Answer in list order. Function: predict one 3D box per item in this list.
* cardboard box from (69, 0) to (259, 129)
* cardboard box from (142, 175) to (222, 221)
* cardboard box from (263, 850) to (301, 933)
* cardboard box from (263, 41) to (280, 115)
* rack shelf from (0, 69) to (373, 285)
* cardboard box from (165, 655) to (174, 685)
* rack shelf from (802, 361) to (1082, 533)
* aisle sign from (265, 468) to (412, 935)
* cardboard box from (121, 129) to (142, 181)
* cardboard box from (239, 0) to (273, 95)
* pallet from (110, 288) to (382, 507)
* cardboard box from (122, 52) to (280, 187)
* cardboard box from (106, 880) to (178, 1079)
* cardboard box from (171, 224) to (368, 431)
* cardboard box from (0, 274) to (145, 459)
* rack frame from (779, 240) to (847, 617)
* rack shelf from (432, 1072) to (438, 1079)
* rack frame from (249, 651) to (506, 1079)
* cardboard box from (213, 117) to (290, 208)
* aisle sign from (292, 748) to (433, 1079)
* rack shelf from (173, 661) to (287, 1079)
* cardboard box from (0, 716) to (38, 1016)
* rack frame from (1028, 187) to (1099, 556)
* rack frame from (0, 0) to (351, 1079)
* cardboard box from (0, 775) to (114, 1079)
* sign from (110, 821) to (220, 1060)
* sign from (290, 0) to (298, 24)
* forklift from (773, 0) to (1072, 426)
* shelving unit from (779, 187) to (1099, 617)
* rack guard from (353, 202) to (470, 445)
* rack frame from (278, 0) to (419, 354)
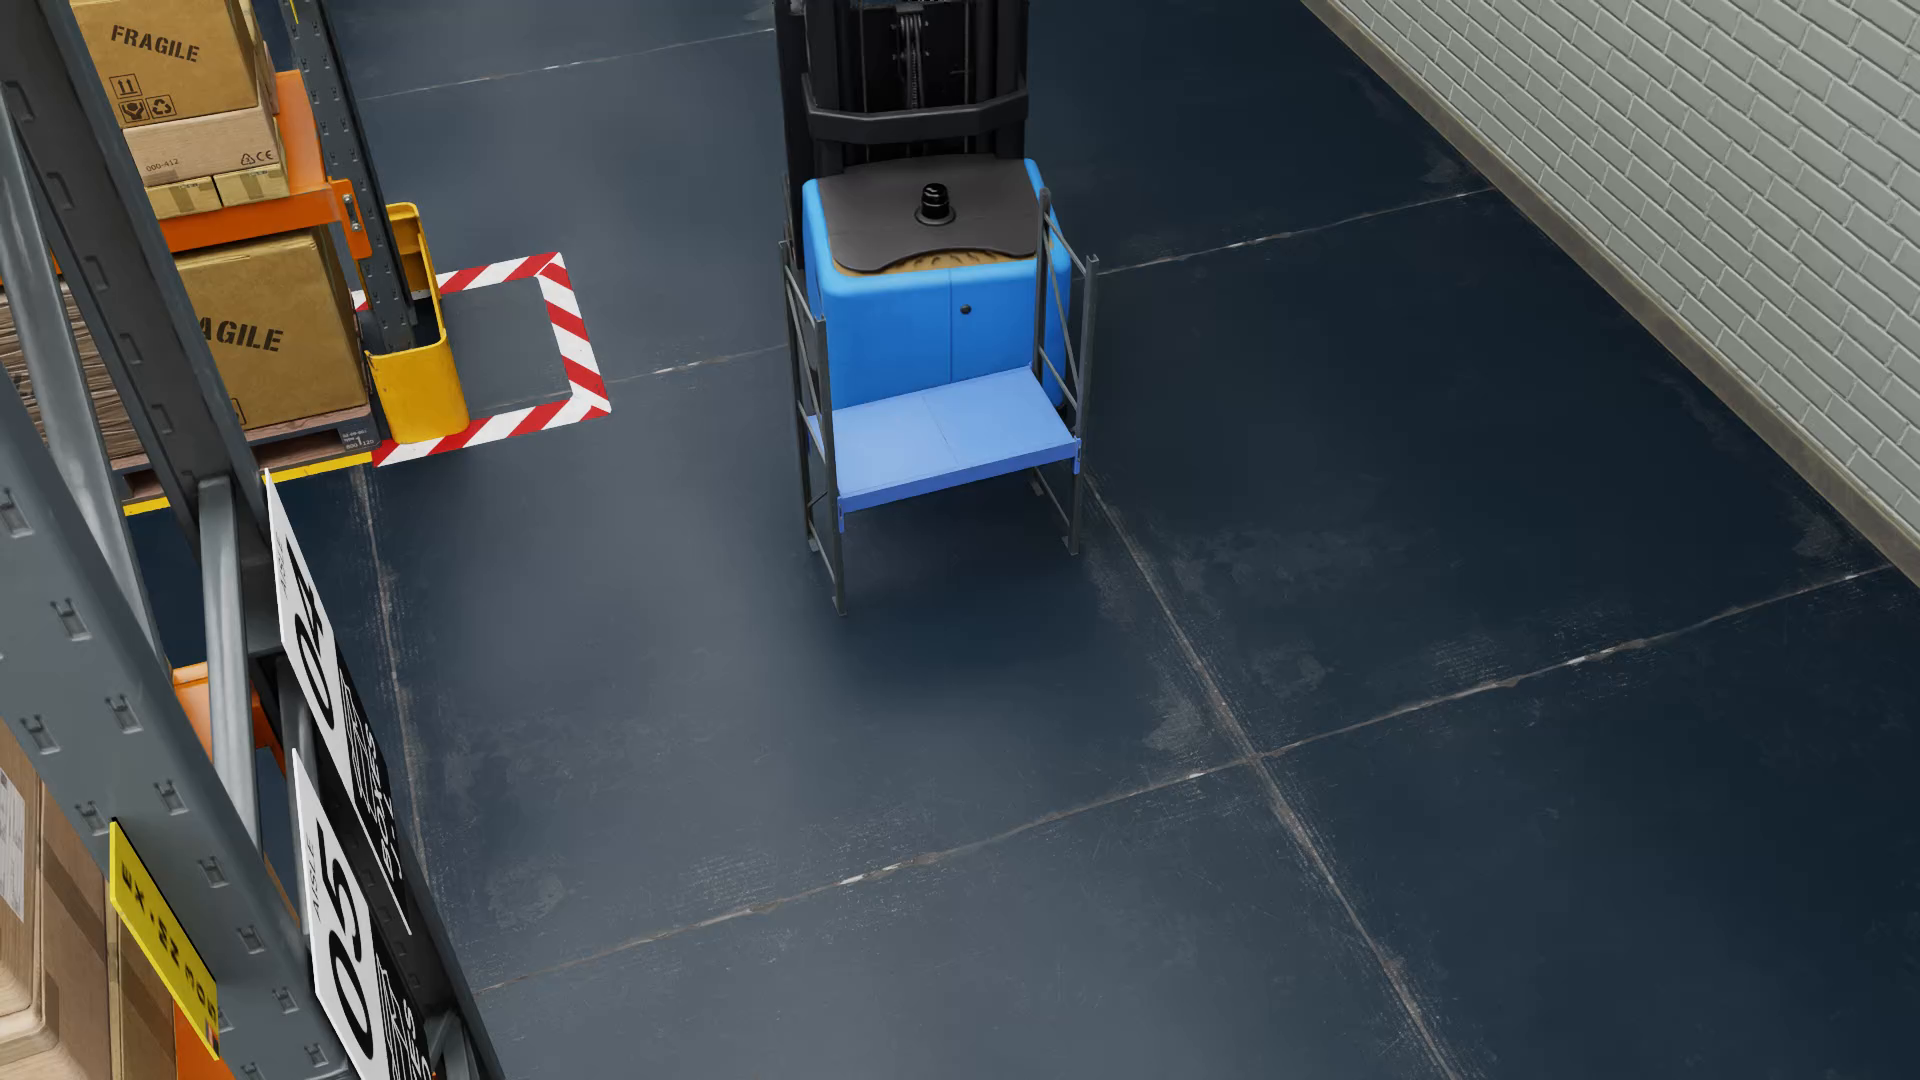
[{"bbox_3d":[-2.970,-1.924,6.226,0.500,0.500,0.500,-14,47,-13],"label":"cardboard box"},{"bbox_3d":[-3.068,-1.443,6.557,0.250,0.149,0.380,-14,47,-13],"label":"cardboard box"},{"bbox_3d":[-1.525,0.867,3.091,0.500,0.500,0.500,-15,47,-14],"label":"cardboard box"},{"bbox_3d":[-3.047,-1.946,7.058,0.250,0.149,0.380,-14,47,-13],"label":"cardboard box"},{"bbox_3d":[-4.482,-1.165,6.610,4.000,0.370,1.077,-14,47,-14],"label":"rack shelf"},{"bbox_3d":[-1.521,0.361,2.570,0.500,0.250,0.500,-13,46,-12],"label":"cardboard box"},{"bbox_3d":[-0.080,-0.382,6.635,1.000,0.185,0.538,-14,47,-14],"label":"rack shelf"},{"bbox_3d":[-1.045,0.294,2.813,0.004,0.787,0.394,-14,47,-14],"label":"aisle sign"},{"bbox_3d":[-3.444,-1.537,6.369,0.500,0.250,0.500,-15,47,-15],"label":"cardboard box"},{"bbox_3d":[-3.144,-2.016,6.847,0.500,0.250,0.500,-16,47,-15],"label":"cardboard box"},{"bbox_3d":[-3.327,-0.671,7.579,1.213,0.211,1.003,-14,47,-14],"label":"pallet"},{"bbox_3d":[-2.967,-1.659,6.490,0.500,0.250,0.500,-15,47,-14],"label":"cardboard box"},{"bbox_3d":[-1.350,0.709,2.223,0.500,0.250,0.500,-15,47,-15],"label":"cardboard box"},{"bbox_3d":[-3.176,-1.091,7.232,0.875,0.875,0.875,-14,47,-14],"label":"cardboard box"},{"bbox_3d":[-4.032,-0.872,7.014,0.875,0.875,0.875,-14,47,-14],"label":"cardboard box"},{"bbox_3d":[-0.558,-0.387,6.386,0.032,1.500,0.500,-14,47,-14],"label":"rack frame"},{"bbox_3d":[-2.893,2.164,3.293,4.000,0.370,1.077,-14,47,-14],"label":"rack shelf"},{"bbox_3d":[-1.012,1.429,3.517,0.127,3.000,1.000,-14,47,-14],"label":"rack frame"},{"bbox_3d":[-2.824,-1.506,6.620,0.250,0.149,0.380,-14,47,-13],"label":"cardboard box"},{"bbox_3d":[-0.842,0.693,2.415,0.004,0.787,0.394,-14,47,-14],"label":"aisle sign"},{"bbox_3d":[-2.893,1.105,2.230,4.000,0.370,1.077,-14,47,-14],"label":"rack shelf"},{"bbox_3d":[-1.225,0.381,1.915,0.250,0.149,0.380,-15,47,-14],"label":"cardboard box"},{"bbox_3d":[0.398,-0.631,6.629,0.032,1.500,0.500,-14,47,-14],"label":"rack frame"},{"bbox_3d":[-1.012,-0.689,1.393,0.127,3.000,1.000,-14,47,-14],"label":"rack frame"},{"bbox_3d":[-1.359,0.527,2.052,0.500,0.250,0.500,-16,47,-15],"label":"cardboard box"},{"bbox_3d":[-0.843,0.432,1.768,0.005,0.325,0.100,-14,47,-14],"label":"sign"},{"bbox_3d":[-2.430,-2.027,5.977,0.005,0.325,0.100,-14,47,-14],"label":"sign"},{"bbox_3d":[-0.291,-2.369,7.351,1.130,2.935,3.031,-7,46,-7],"label":"forklift"},{"bbox_3d":[-0.080,-0.509,6.508,1.048,1.500,0.538,-14,47,-14],"label":"shelving unit"},{"bbox_3d":[-2.579,-1.023,7.726,0.348,0.500,1.175,-14,47,-14],"label":"rack guard"},{"bbox_3d":[-2.601,-1.900,6.835,0.127,3.000,1.000,-14,47,-14],"label":"rack frame"}]
